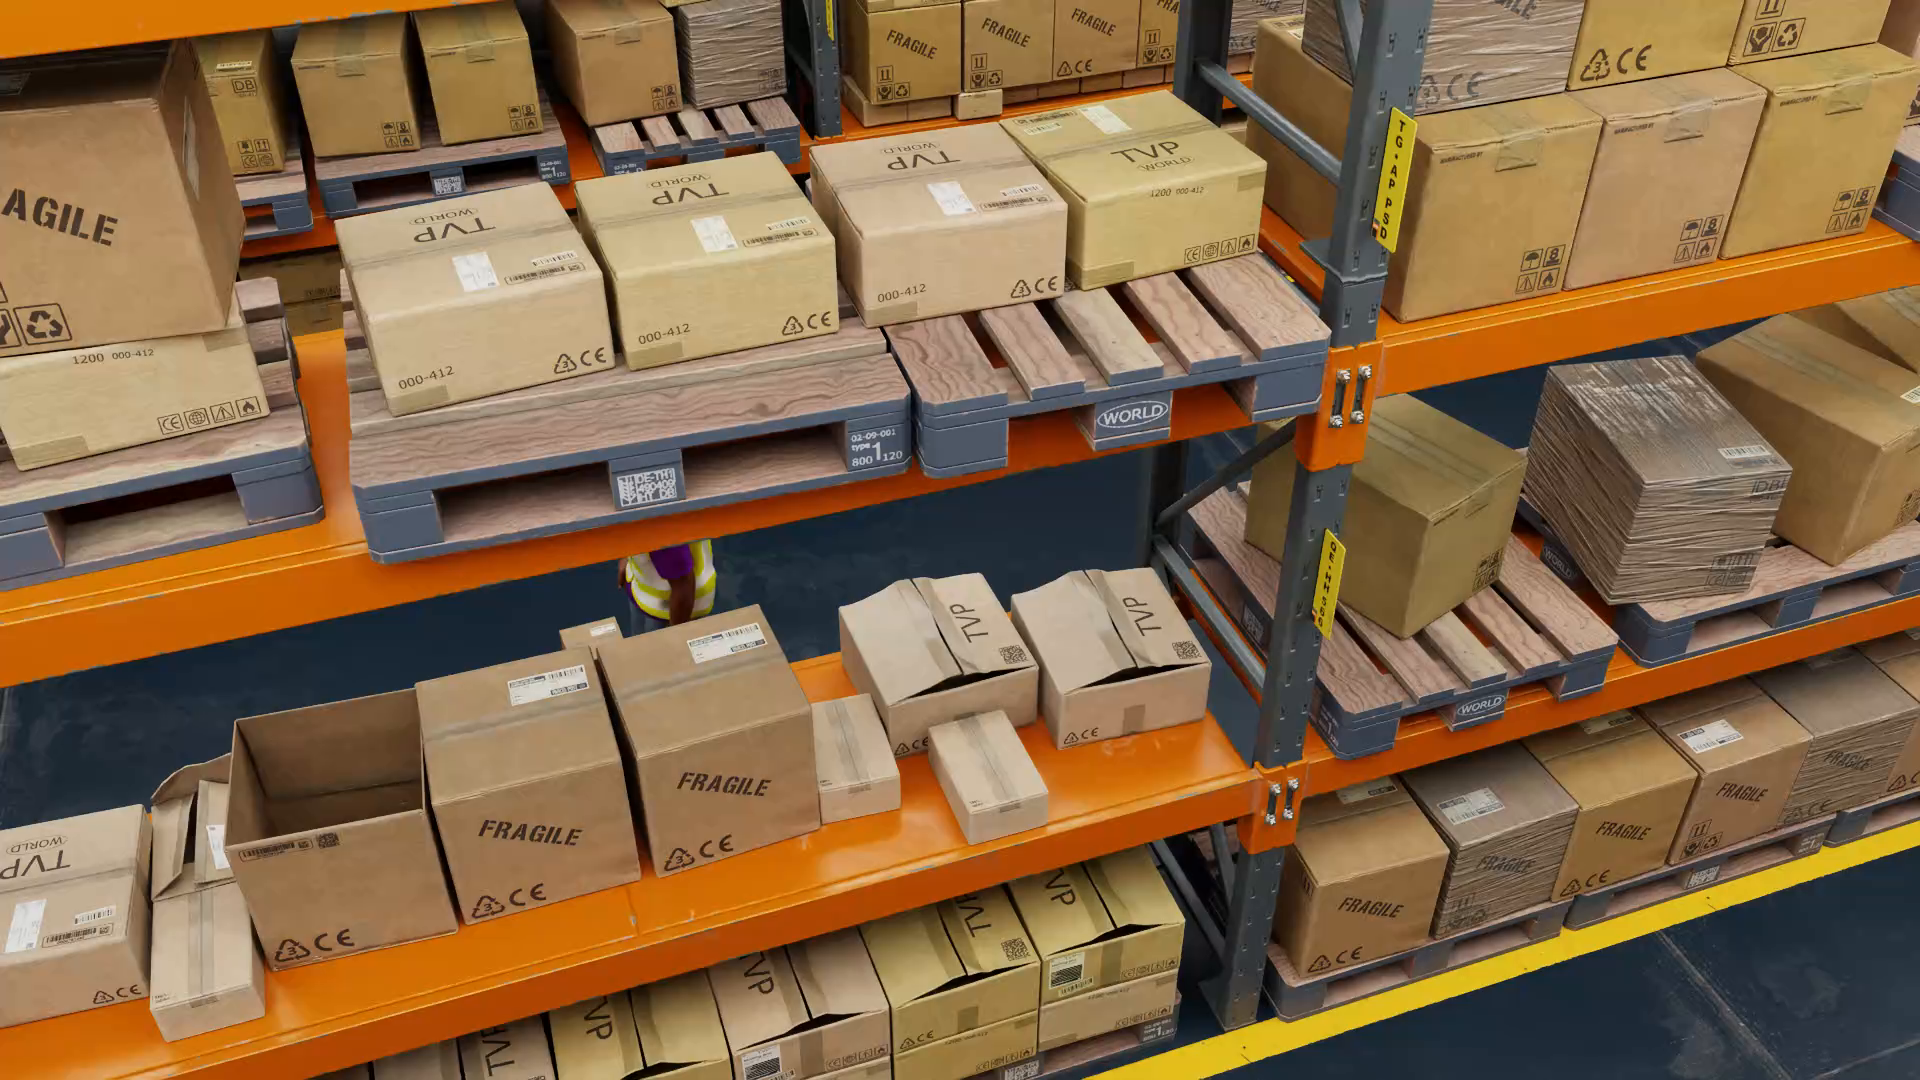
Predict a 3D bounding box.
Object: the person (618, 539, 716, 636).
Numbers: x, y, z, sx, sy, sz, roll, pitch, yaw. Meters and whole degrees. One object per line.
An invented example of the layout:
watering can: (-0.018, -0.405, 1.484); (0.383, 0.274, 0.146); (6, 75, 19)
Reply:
person: (-1.189, 0.216, 6.489); (0.455, 1.760, 0.635); (-15, 40, -18)
